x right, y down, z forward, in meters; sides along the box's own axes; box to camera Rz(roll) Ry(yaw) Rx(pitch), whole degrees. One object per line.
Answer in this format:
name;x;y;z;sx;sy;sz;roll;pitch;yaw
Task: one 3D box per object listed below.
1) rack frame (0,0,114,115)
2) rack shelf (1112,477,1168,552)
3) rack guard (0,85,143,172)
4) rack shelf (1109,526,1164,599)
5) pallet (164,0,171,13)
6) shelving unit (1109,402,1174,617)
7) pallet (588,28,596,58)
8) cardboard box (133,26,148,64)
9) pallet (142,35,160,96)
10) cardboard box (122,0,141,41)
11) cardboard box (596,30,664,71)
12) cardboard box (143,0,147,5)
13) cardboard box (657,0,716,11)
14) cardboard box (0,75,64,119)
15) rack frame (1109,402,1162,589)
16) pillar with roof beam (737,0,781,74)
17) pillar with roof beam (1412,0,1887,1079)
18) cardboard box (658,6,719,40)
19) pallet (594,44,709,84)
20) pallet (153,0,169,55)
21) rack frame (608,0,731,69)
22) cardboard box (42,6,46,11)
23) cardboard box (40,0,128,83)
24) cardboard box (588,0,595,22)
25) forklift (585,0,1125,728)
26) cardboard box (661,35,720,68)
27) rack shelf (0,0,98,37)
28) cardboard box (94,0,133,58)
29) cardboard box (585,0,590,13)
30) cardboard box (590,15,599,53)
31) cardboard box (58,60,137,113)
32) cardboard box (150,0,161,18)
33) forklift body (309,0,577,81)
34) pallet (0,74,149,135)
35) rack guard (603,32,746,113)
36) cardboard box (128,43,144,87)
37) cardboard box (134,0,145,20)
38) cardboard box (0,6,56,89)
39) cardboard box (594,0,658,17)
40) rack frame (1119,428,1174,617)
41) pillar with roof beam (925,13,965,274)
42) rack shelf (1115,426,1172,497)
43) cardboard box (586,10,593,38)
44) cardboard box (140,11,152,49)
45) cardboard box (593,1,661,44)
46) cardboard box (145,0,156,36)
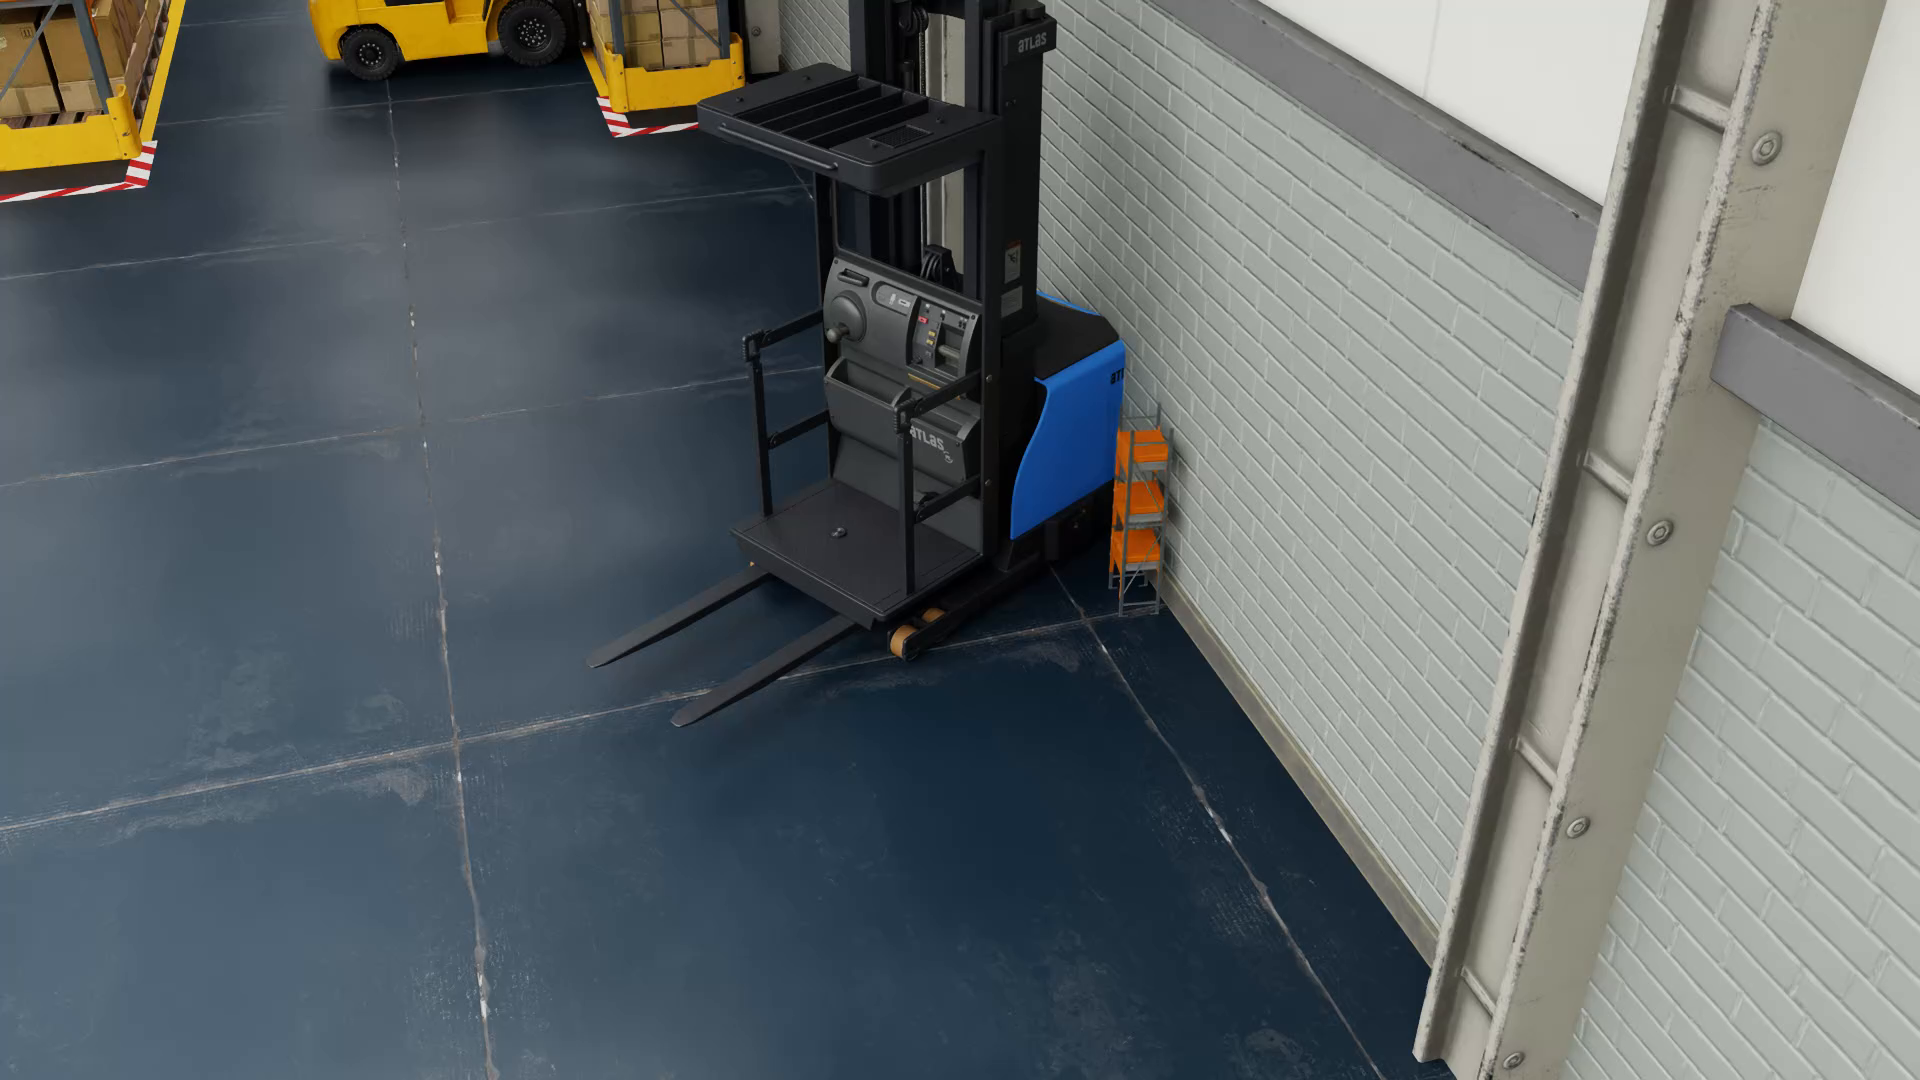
rack frame;-7.204;-4.285;12.514;1.000;3.000;0.127;-10;35;-15
rack shelf;0.864;-0.125;8.006;0.215;0.259;0.240;-4;34;-6
rack guard;-7.227;-3.282;13.264;1.175;0.500;0.348;-10;35;-15
rack shelf;0.864;0.107;8.159;0.215;0.259;0.240;-4;34;-6
pallet;-8.663;-5.630;17.079;1.003;0.211;1.213;-10;35;-15
shelving unit;0.864;-0.134;8.000;0.215;1.050;0.252;-4;34;-6
pallet;-3.119;-4.992;16.114;1.003;0.211;1.213;-10;35;-15
cardboard box;-7.513;-4.337;14.705;0.500;0.250;0.500;-8;34;-12
pallet;-7.810;-4.234;14.965;1.003;0.211;1.213;-10;35;-15
cardboard box;-7.503;-4.647;14.495;0.500;0.500;0.500;-9;35;-14
cardboard box;-2.922;-4.343;14.715;0.500;0.250;0.500;-10;35;-14
cardboard box;-7.831;-5.194;15.322;0.500;0.500;0.500;-9;35;-14
cardboard box;-2.444;-4.851;14.577;0.500;0.250;0.500;-11;35;-15
cardboard box;-7.714;-3.705;13.749;0.500;0.250;0.500;-10;35;-15
rack frame;0.848;-0.200;8.101;0.200;1.050;0.008;-4;34;-6
pillar with roof beam;-5.932;-7.418;11.813;9.100;9.000;0.400;-10;35;-15
pillar with roof beam;-2.271;-1.118;2.279;9.100;9.000;0.400;-10;35;-15
cardboard box;-2.423;-4.640;14.711;0.500;0.250;0.500;-9;35;-14
pallet;-2.751;-4.353;15.146;1.003;0.211;1.213;-10;35;-15
pallet;-8.185;-4.875;15.936;1.003;0.211;1.213;-10;35;-15
rack frame;-2.478;-5.122;13.780;1.000;3.000;0.127;-10;35;-15
cardboard box;-7.859;-4.276;13.934;0.500;0.500;0.500;-9;34;-13
cardboard box;-7.194;-4.108;13.680;0.500;0.500;0.500;-11;35;-16
cardboard box;-3.067;-4.827;14.993;0.500;0.250;0.500;-10;35;-15
forklift;-0.423;-0.971;7.561;1.130;2.935;3.031;27;42;35
cardboard box;-2.441;-4.441;14.863;0.500;0.250;0.500;-10;35;-15
rack shelf;-7.814;-5.035;14.302;1.077;0.370;4.000;-10;35;-15
cardboard box;-7.358;-4.382;14.094;0.500;0.500;0.500;-11;35;-17
cardboard box;-3.244;-5.094;15.398;0.500;0.250;0.500;-11;35;-16
cardboard box;-3.065;-4.606;15.113;0.500;0.250;0.500;-10;35;-15
cardboard box;-7.186;-3.783;13.868;0.500;0.250;0.500;-10;35;-15
cardboard box;-7.988;-5.148;15.933;0.500;0.250;0.500;-8;34;-13
forklift body;-4.794;-5.457;15.057;2.313;2.155;1.214;-10;35;-15
pallet;-7.441;-3.594;13.998;1.003;0.211;1.213;-10;35;-15
rack guard;-2.470;-4.066;14.450;1.175;0.500;0.348;-10;35;-15
cardboard box;-7.335;-4.052;14.275;0.500;0.250;0.500;-9;34;-13
cardboard box;-7.674;-4.926;14.917;0.500;0.500;0.500;-8;34;-12
cardboard box;-7.696;-4.003;13.520;0.500;0.500;0.500;-10;35;-14
cardboard box;-2.915;-4.756;14.433;0.500;0.250;0.500;-9;34;-13
rack frame;0.880;-0.067;7.899;0.200;1.050;0.008;-4;34;-6
pillar with roof beam;-4.101;-4.268;7.046;9.100;9.000;0.400;-10;35;-15
rack shelf;0.864;-0.361;7.849;0.215;0.259;0.240;-4;34;-6
cardboard box;-3.209;-4.870;15.513;0.500;0.250;0.500;-10;35;-14
cardboard box;-7.665;-4.602;15.107;0.500;0.250;0.500;-9;35;-14
cardboard box;-2.924;-4.561;14.592;0.500;0.250;0.500;-10;35;-15
cardboard box;-7.816;-4.870;15.513;0.500;0.250;0.500;-11;35;-16
